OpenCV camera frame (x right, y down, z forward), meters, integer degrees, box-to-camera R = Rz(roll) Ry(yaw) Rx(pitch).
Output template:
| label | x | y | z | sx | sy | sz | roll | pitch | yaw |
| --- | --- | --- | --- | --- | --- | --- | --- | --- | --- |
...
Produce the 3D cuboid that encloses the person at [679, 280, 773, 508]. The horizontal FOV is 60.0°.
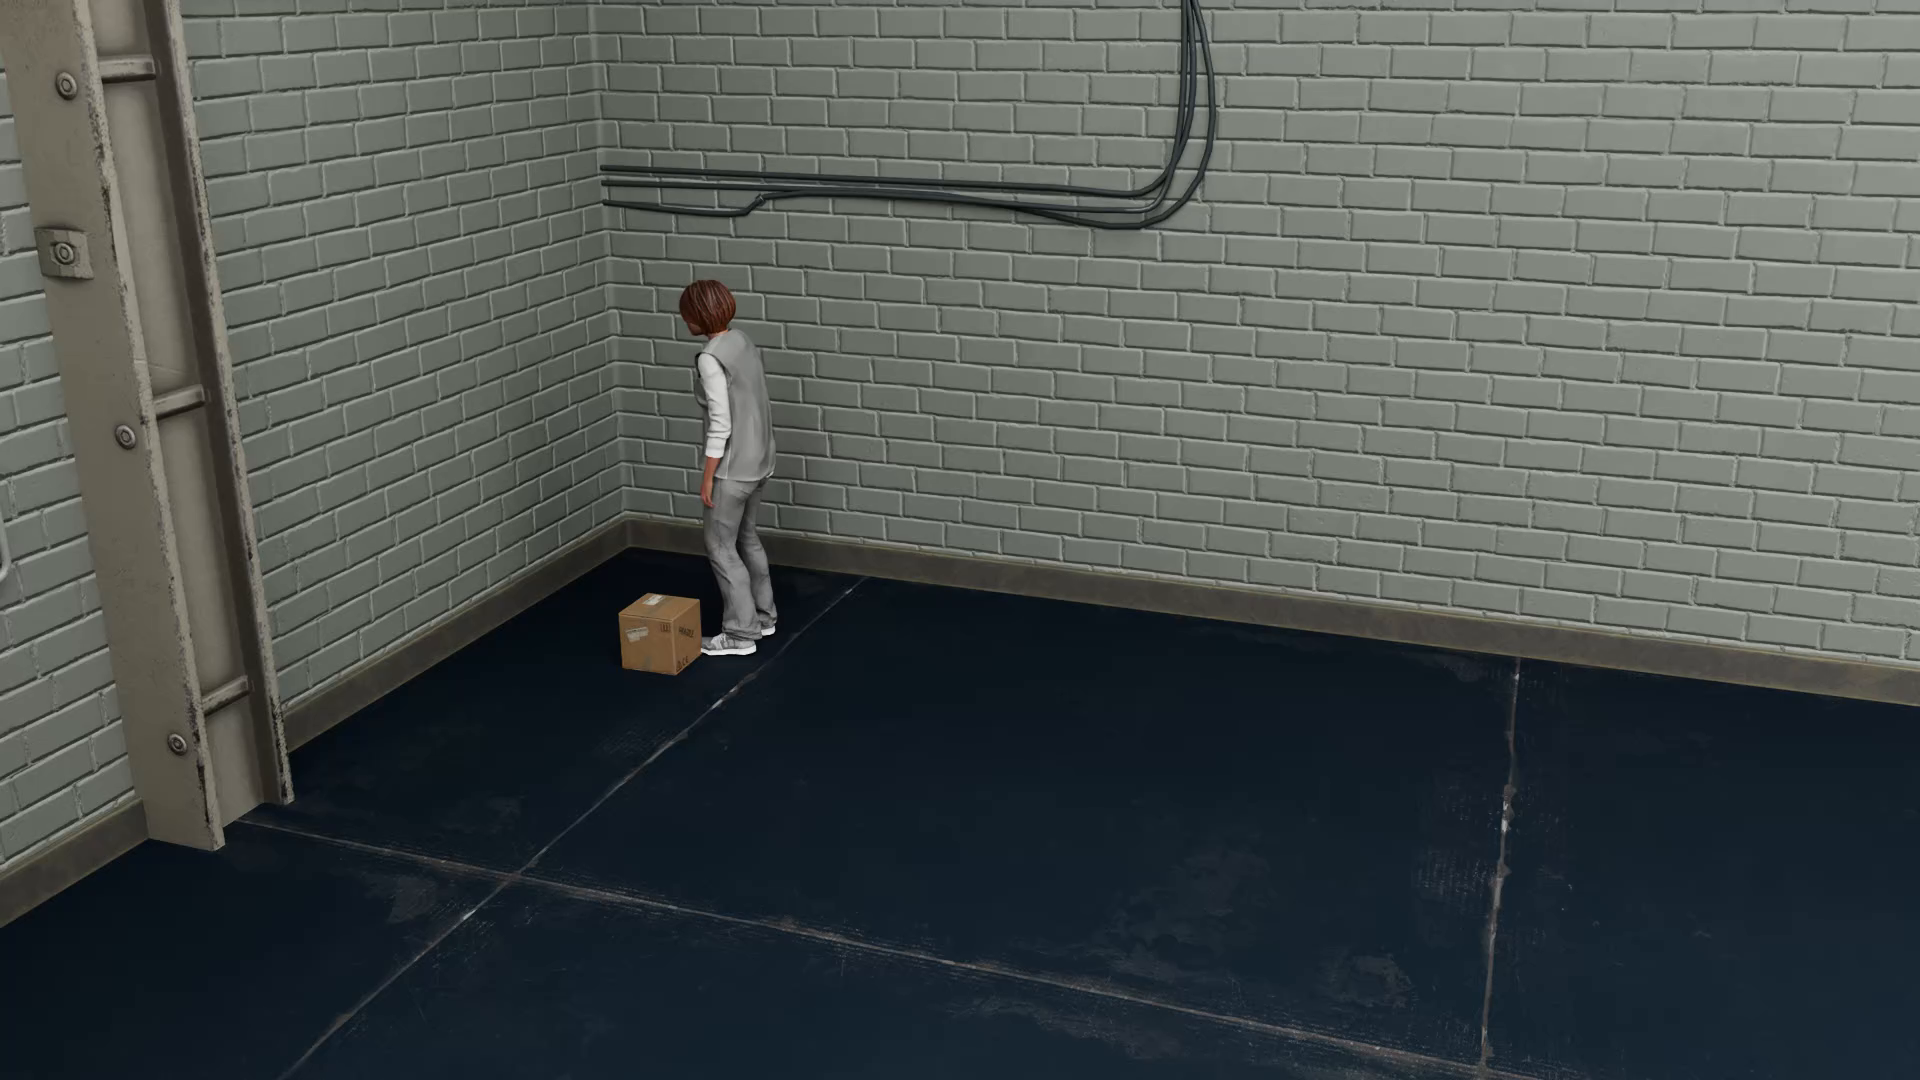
| label | x | y | z | sx | sy | sz | roll | pitch | yaw |
| --- | --- | --- | --- | --- | --- | --- | --- | --- | --- |
| person | -0.961 | -0.614 | 6.824 | 0.330 | 0.912 | 0.464 | 5 | 20 | 15 |
